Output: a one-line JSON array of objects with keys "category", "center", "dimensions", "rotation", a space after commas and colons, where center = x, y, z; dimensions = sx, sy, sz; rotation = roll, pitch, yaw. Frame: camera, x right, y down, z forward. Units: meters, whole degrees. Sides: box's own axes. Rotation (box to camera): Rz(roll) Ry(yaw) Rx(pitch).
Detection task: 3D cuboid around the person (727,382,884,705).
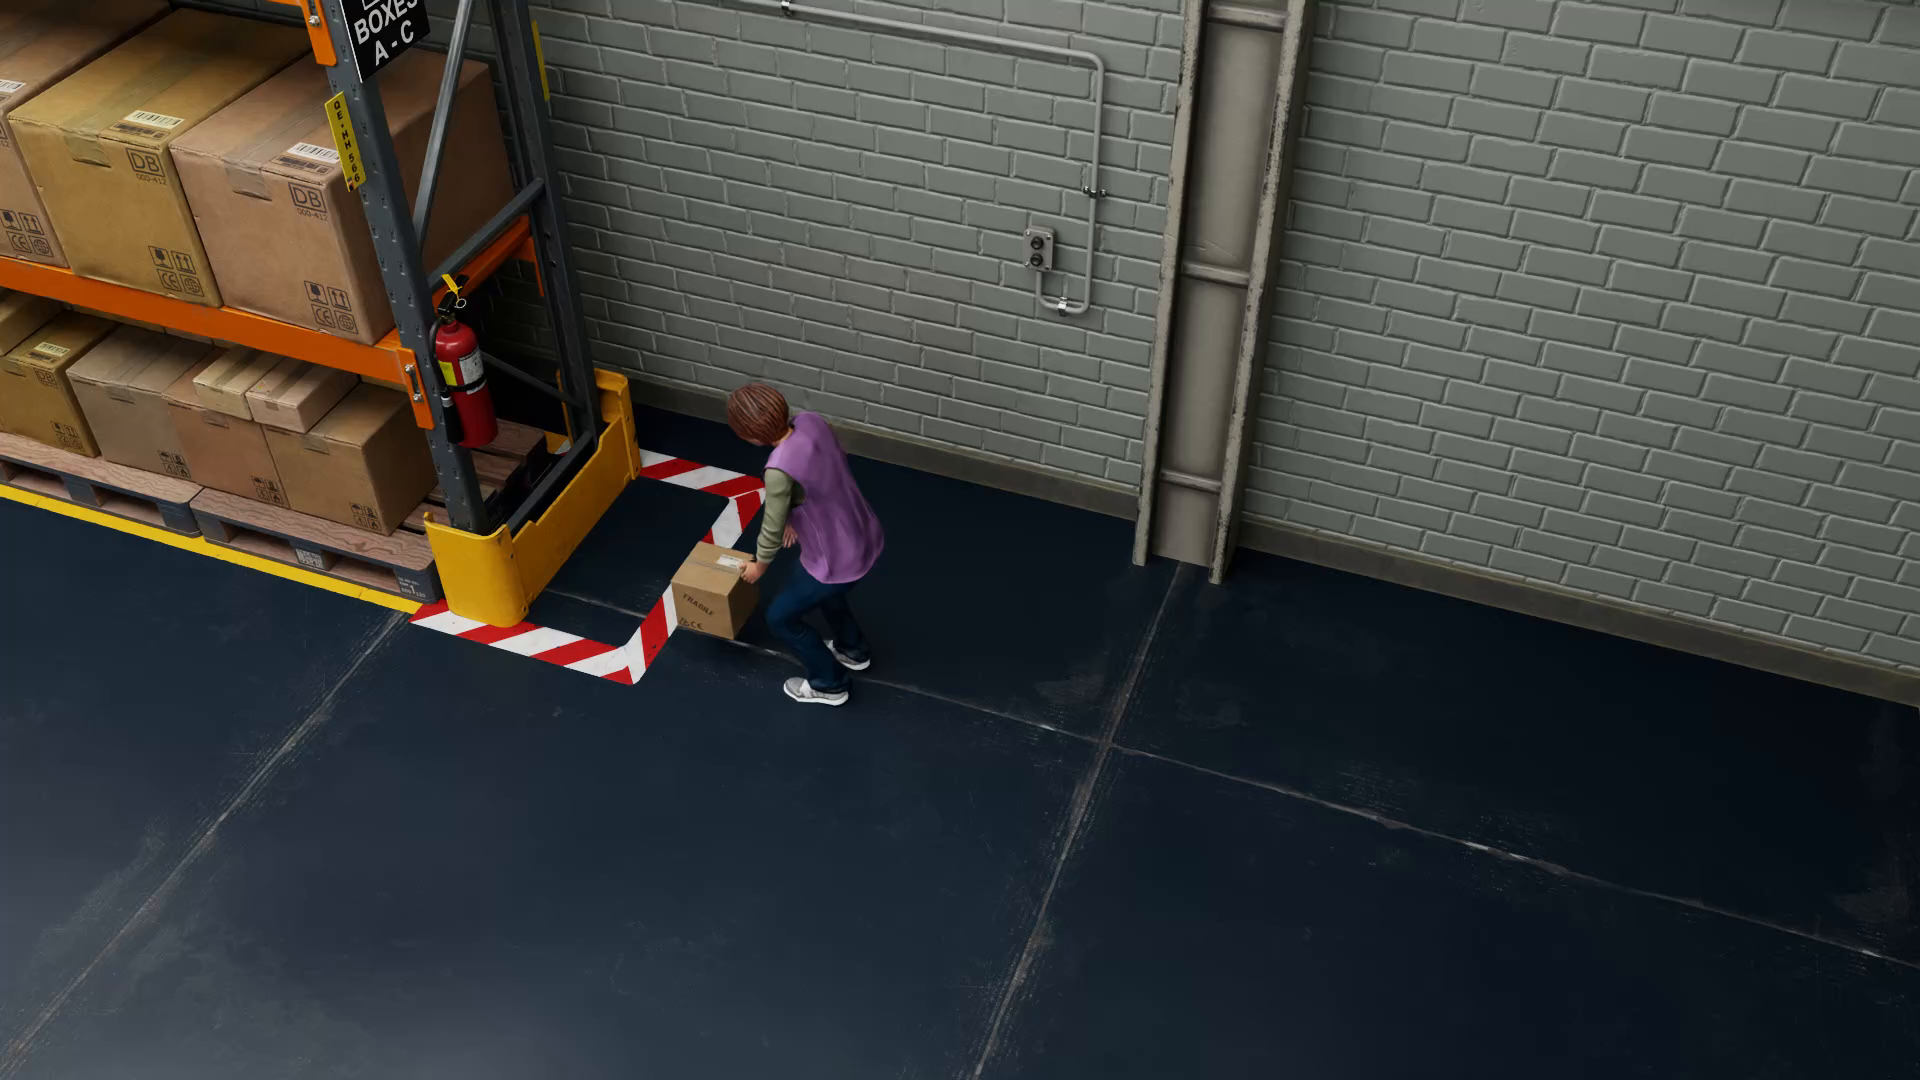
[{"category": "person", "center": [-0.567, 0.042, 6.243], "dimensions": [0.540, 1.444, 0.454], "rotation": [14, 44, 15]}]
